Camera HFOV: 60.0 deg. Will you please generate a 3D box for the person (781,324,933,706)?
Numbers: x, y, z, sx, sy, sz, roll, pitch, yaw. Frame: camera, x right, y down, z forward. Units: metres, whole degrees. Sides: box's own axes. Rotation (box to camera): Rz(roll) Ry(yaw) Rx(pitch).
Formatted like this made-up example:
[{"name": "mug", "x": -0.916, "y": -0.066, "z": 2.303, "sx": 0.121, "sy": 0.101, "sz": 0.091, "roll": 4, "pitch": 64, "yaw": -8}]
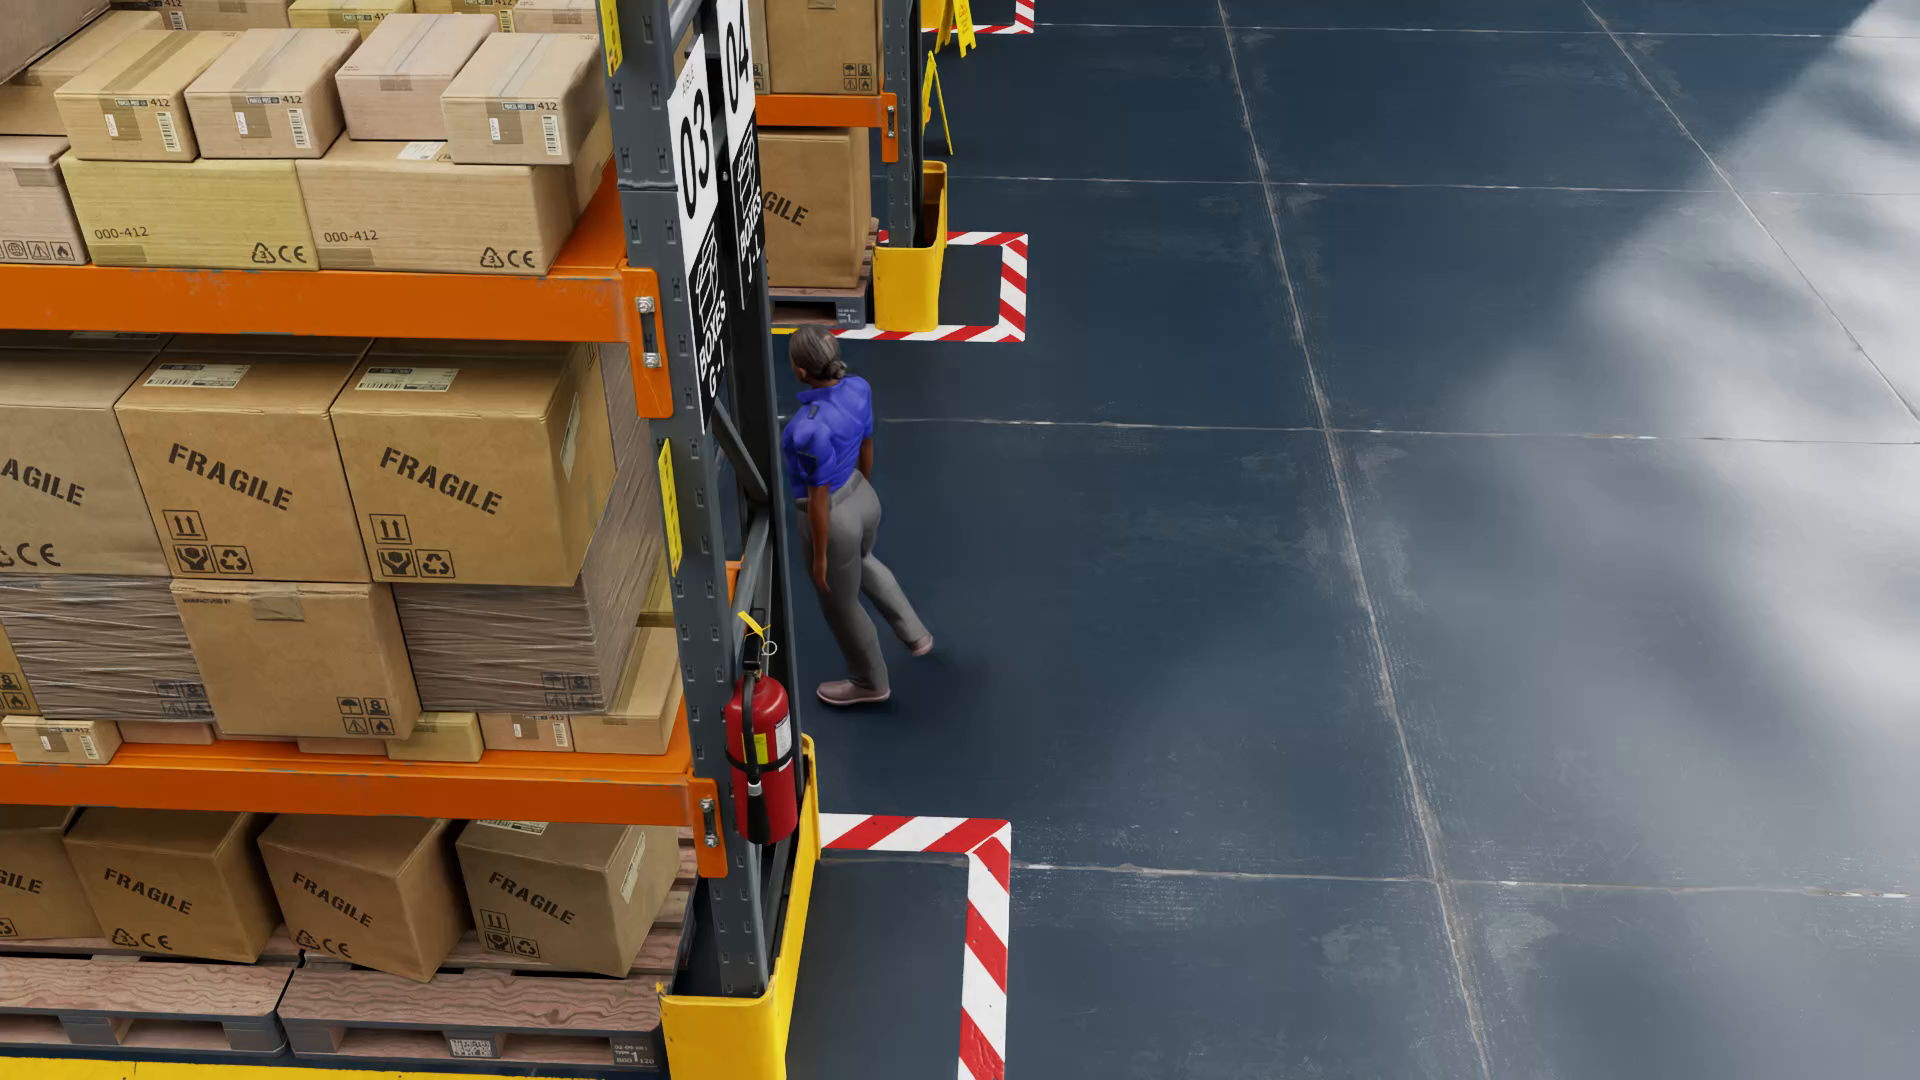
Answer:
[{"name": "person", "x": -0.372, "y": -0.093, "z": 6.259, "sx": 0.469, "sy": 1.651, "sz": 0.610, "roll": 15, "pitch": 38, "yaw": 19}]
